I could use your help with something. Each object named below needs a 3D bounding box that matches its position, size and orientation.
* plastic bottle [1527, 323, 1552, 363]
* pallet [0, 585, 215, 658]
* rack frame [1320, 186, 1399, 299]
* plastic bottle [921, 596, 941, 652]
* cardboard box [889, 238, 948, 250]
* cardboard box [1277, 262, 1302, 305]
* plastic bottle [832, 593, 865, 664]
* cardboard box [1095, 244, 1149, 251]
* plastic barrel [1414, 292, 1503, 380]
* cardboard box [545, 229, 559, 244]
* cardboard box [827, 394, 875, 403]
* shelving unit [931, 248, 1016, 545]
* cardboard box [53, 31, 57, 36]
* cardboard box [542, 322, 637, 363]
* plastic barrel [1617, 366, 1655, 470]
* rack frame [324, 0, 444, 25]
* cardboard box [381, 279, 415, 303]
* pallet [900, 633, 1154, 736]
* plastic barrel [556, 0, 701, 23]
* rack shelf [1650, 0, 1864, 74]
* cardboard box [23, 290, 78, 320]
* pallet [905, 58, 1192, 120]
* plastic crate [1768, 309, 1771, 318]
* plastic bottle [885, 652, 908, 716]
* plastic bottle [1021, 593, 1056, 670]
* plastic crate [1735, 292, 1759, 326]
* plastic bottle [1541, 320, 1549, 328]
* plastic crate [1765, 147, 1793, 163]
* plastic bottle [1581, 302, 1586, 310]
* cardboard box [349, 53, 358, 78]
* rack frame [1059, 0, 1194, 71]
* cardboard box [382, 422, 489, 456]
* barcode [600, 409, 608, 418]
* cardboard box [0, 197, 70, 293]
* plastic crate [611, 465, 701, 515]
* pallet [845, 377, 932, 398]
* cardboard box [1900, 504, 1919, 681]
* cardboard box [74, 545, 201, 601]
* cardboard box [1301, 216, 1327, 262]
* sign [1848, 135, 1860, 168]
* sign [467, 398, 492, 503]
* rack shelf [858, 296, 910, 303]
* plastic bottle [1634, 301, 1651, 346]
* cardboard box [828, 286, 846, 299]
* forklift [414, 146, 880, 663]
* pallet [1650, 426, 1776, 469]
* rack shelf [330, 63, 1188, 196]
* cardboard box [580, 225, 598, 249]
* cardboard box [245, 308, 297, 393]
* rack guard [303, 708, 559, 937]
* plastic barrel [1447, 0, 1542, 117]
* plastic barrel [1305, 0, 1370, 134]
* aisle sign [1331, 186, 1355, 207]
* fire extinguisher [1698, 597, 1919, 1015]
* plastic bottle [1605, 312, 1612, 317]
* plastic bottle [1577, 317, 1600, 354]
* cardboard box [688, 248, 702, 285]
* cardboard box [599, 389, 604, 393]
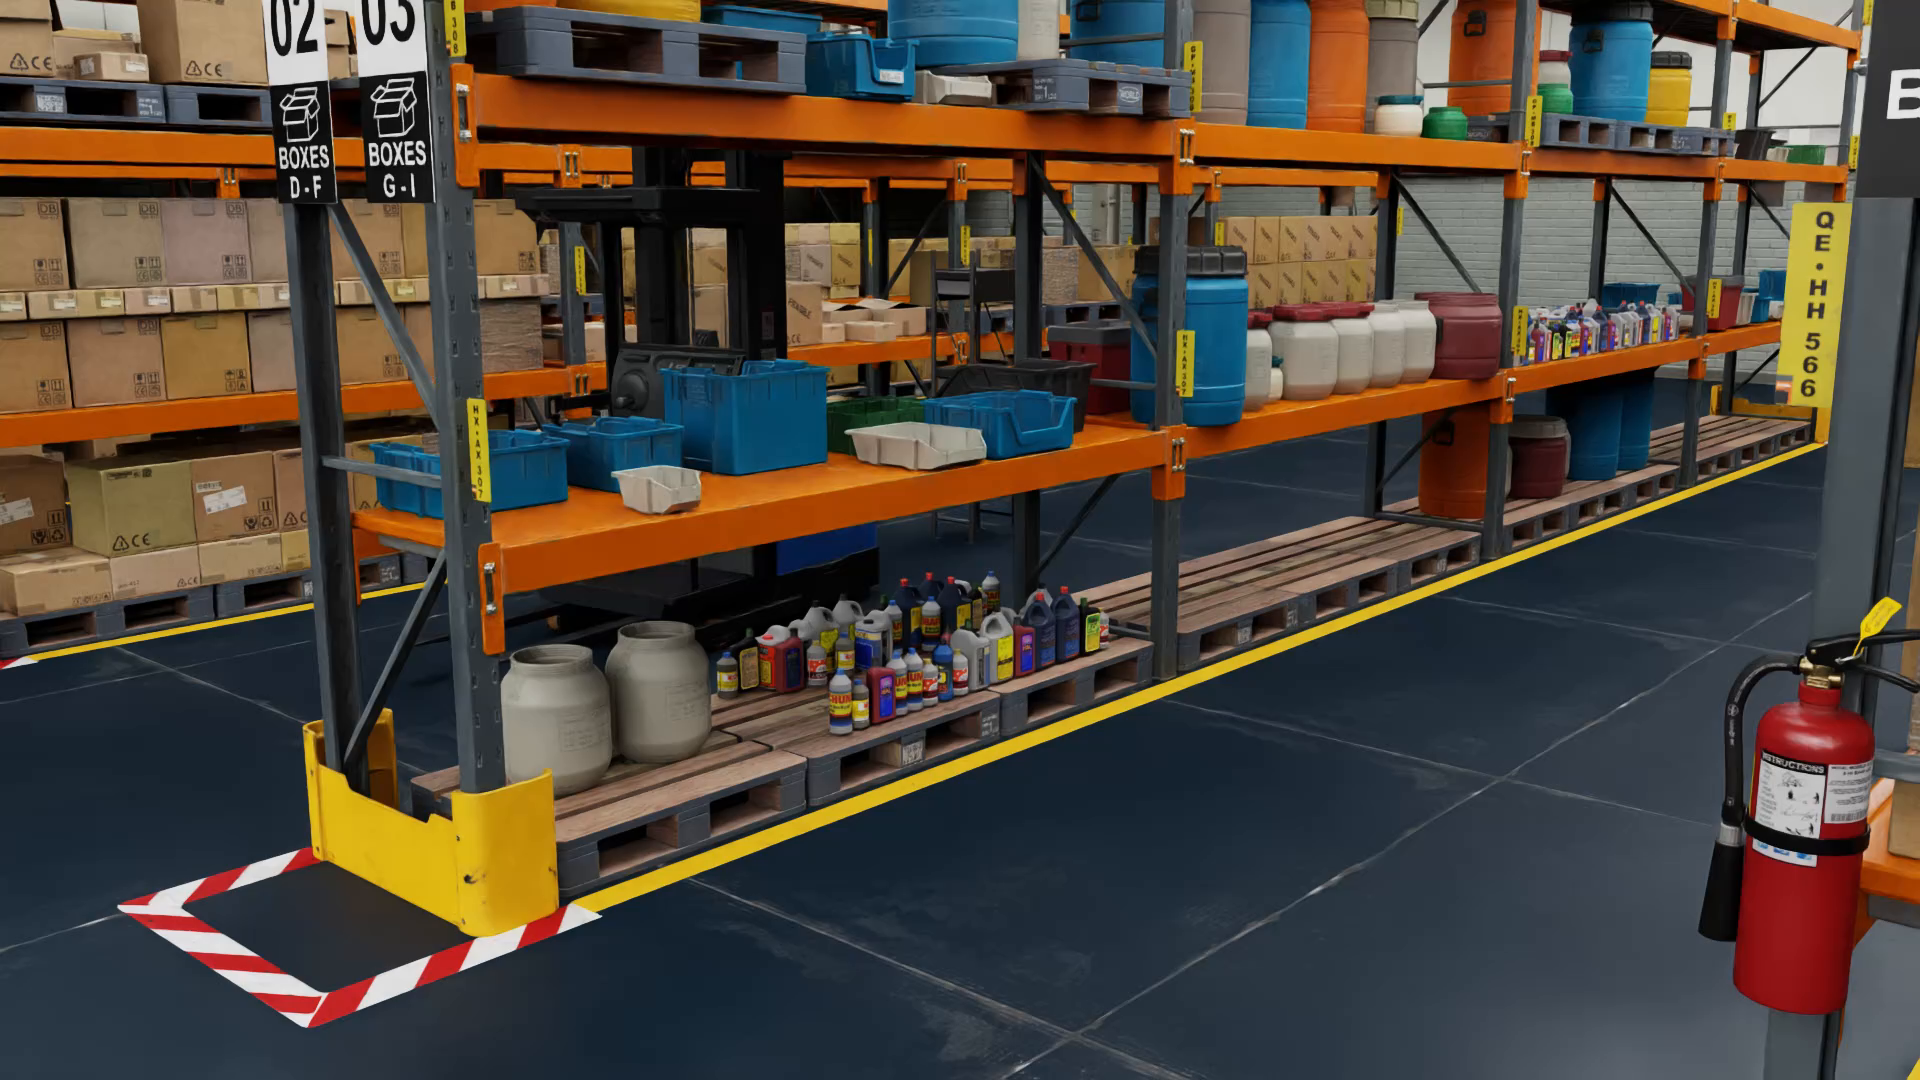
[{"bbox_3d":[4.180,-1.427,12.013,0.152,0.276,0.135,10,15,40],"label":"plastic bottle"},{"bbox_3d":[-5.180,0.388,9.730,1.003,0.211,1.213,10,15,40],"label":"pallet"},{"bbox_3d":[4.909,-3.216,20.653,1.000,3.000,0.127,10,15,40],"label":"rack frame"},{"bbox_3d":[-0.144,0.415,8.317,0.097,0.271,0.097,0,11,0],"label":"plastic bottle"},{"bbox_3d":[-0.599,-3.599,21.804,0.980,0.700,0.700,9,15,39],"label":"cardboard box"},{"bbox_3d":[3.477,-2.865,18.642,0.500,0.500,0.500,10,15,40],"label":"cardboard box"},{"bbox_3d":[-0.544,0.429,8.042,0.144,0.351,0.185,10,15,40],"label":"plastic bottle"},{"bbox_3d":[1.788,-2.841,17.451,0.700,0.500,0.500,4,12,21],"label":"cardboard box"},{"bbox_3d":[3.268,-1.357,10.999,0.600,0.536,0.708,10,15,40],"label":"plastic barrel"},{"bbox_3d":[-4.301,-3.207,17.574,0.380,0.149,0.250,7,14,33],"label":"cardboard box"},{"bbox_3d":[-0.938,-1.132,14.737,0.500,0.311,0.500,10,15,42],"label":"cardboard box"},{"bbox_3d":[0.109,-1.054,12.127,0.431,2.100,0.503,10,15,40],"label":"shelving unit"},{"bbox_3d":[-7.554,-3.841,13.267,0.500,0.500,0.500,9,14,38],"label":"cardboard box"},{"bbox_3d":[-2.720,-1.455,12.219,0.500,0.250,0.500,11,16,44],"label":"cardboard box"},{"bbox_3d":[5.615,-1.085,14.272,0.600,0.901,0.708,10,15,40],"label":"plastic barrel"},{"bbox_3d":[-1.935,-3.163,5.070,1.000,3.000,0.127,10,15,40],"label":"rack frame"},{"bbox_3d":[-3.704,-1.600,10.653,0.380,0.149,0.250,10,15,40],"label":"cardboard box"},{"bbox_3d":[0.231,0.652,8.410,1.003,0.211,1.213,10,15,40],"label":"pallet"},{"bbox_3d":[-1.277,-2.174,6.226,0.600,0.588,0.600,0,11,0],"label":"plastic barrel"},{"bbox_3d":[7.307,-4.673,15.492,1.077,0.370,4.000,10,15,40],"label":"rack shelf"},{"bbox_3d":[-5.060,-1.298,9.139,0.380,0.149,0.250,9,15,39],"label":"cardboard box"},{"bbox_3d":[0.303,-2.069,7.734,1.213,0.211,1.003,10,15,40],"label":"pallet"},{"bbox_3d":[7.676,-2.201,16.090,0.298,0.136,0.250,10,15,40],"label":"plastic crate"},{"bbox_3d":[-0.277,0.625,7.268,0.097,0.271,0.097,0,11,0],"label":"plastic bottle"},{"bbox_3d":[0.371,0.434,8.018,0.144,0.351,0.185,9,14,38],"label":"plastic bottle"},{"bbox_3d":[7.133,-2.158,15.508,0.437,0.282,0.530,10,15,40],"label":"plastic crate"},{"bbox_3d":[4.737,-1.686,13.502,0.097,0.201,0.097,0,11,0],"label":"plastic bottle"},{"bbox_3d":[7.450,-3.580,15.493,0.437,0.136,0.530,10,15,40],"label":"plastic crate"},{"bbox_3d":[5.424,-1.930,14.515,0.061,0.283,0.133,10,15,40],"label":"plastic bottle"},{"bbox_3d":[-3.899,-3.033,10.875,0.500,0.311,0.500,9,14,37],"label":"cardboard box"},{"bbox_3d":[0.706,-3.751,8.017,1.000,3.000,0.127,10,15,40],"label":"rack frame"},{"bbox_3d":[-3.493,-0.507,11.124,0.500,0.500,0.500,10,15,40],"label":"cardboard box"},{"bbox_3d":[-2.531,-0.895,11.840,0.001,0.075,0.075,10,15,40],"label":"barcode"},{"bbox_3d":[-5.300,-1.622,9.105,0.700,0.500,0.500,10,15,41],"label":"cardboard box"},{"bbox_3d":[-1.102,-0.181,6.134,0.298,0.136,0.250,10,15,40],"label":"plastic crate"},{"bbox_3d":[-0.894,-2.001,21.693,1.003,0.211,1.213,10,15,40],"label":"pallet"},{"bbox_3d":[2.410,0.058,3.246,0.875,0.500,0.500,10,15,40],"label":"cardboard box"},{"bbox_3d":[-4.805,0.157,9.717,0.500,0.250,0.500,10,15,40],"label":"cardboard box"},{"bbox_3d":[3.811,-3.427,18.903,0.500,0.500,0.500,10,15,42],"label":"cardboard box"},{"bbox_3d":[9.051,-3.926,16.816,0.100,0.325,0.005,10,15,40],"label":"sign"},{"bbox_3d":[-1.524,-0.285,5.271,0.100,0.325,0.005,10,15,40],"label":"sign"},{"bbox_3d":[-0.135,-3.209,22.454,1.077,0.370,4.000,10,15,40],"label":"rack shelf"},{"bbox_3d":[5.504,-1.757,13.477,0.144,0.351,0.185,10,15,40],"label":"plastic bottle"},{"bbox_3d":[-1.614,-3.027,20.299,0.380,0.149,0.250,10,15,41],"label":"cardboard box"},{"bbox_3d":[-1.723,-0.908,9.276,1.130,2.935,3.031,7,13,32],"label":"forklift"},{"bbox_3d":[7.248,-0.912,16.240,1.003,0.211,1.213,10,15,40],"label":"pallet"},{"bbox_3d":[-0.614,-1.633,6.908,1.077,0.370,4.000,10,15,40],"label":"rack shelf"},{"bbox_3d":[-3.991,-3.351,18.351,0.500,0.250,0.500,10,15,42],"label":"cardboard box"},{"bbox_3d":[-4.315,-1.206,10.335,0.700,0.500,0.500,10,15,42],"label":"cardboard box"},{"bbox_3d":[-1.920,0.988,5.989,1.175,0.500,0.348,10,15,40],"label":"rack guard"},{"bbox_3d":[3.723,-3.368,11.590,0.600,0.830,0.708,10,15,40],"label":"plastic barrel"},{"bbox_3d":[2.209,-2.890,10.269,0.600,0.830,0.708,10,15,40],"label":"plastic barrel"},{"bbox_3d":[4.733,-4.539,20.639,0.394,0.787,0.004,10,15,40],"label":"aisle sign"},{"bbox_3d":[1.364,0.415,2.673,0.296,0.674,0.183,10,15,40],"label":"fire extinguisher"},{"bbox_3d":[5.201,-1.689,13.337,0.097,0.271,0.097,0,11,0],"label":"plastic bottle"},{"bbox_3d":[4.790,-1.563,12.694,0.152,0.276,0.135,10,15,40],"label":"plastic bottle"},{"bbox_3d":[-3.230,-2.998,18.495,0.500,0.500,0.500,10,15,42],"label":"cardboard box"},{"bbox_3d":[-3.512,-1.922,18.590,0.750,0.750,0.750,10,15,40],"label":"cardboard box"}]
